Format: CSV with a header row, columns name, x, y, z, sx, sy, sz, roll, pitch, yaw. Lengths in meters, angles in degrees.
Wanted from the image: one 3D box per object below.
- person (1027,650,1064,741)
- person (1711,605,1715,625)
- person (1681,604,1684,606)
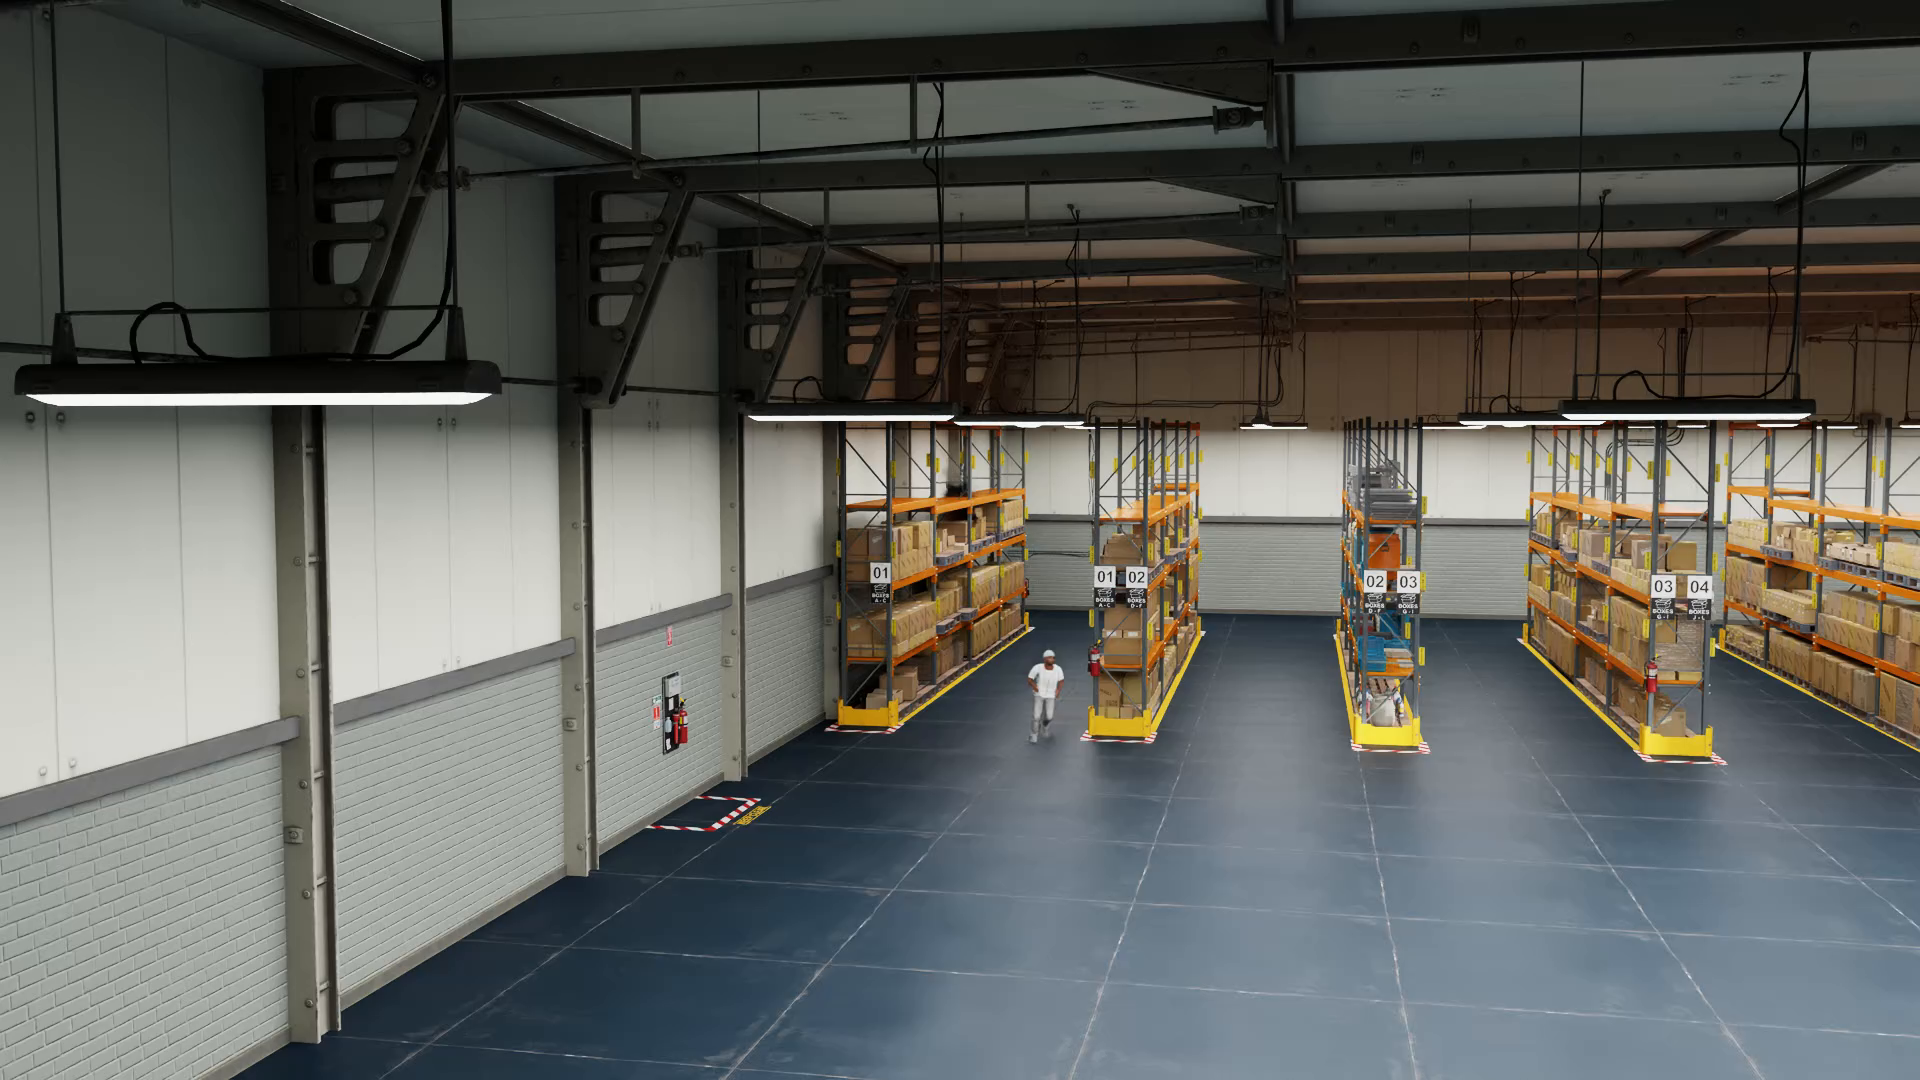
name,x,y,z,sx,sy,sz,roll,pitch,yaw
person,1.594,2.881,30.783,0.701,1.686,0.553,0,4,-5
person,18.647,2.172,41.877,0.667,1.717,0.760,1,4,10
person,19.132,2.008,44.822,0.539,1.654,0.716,-2,4,-29
